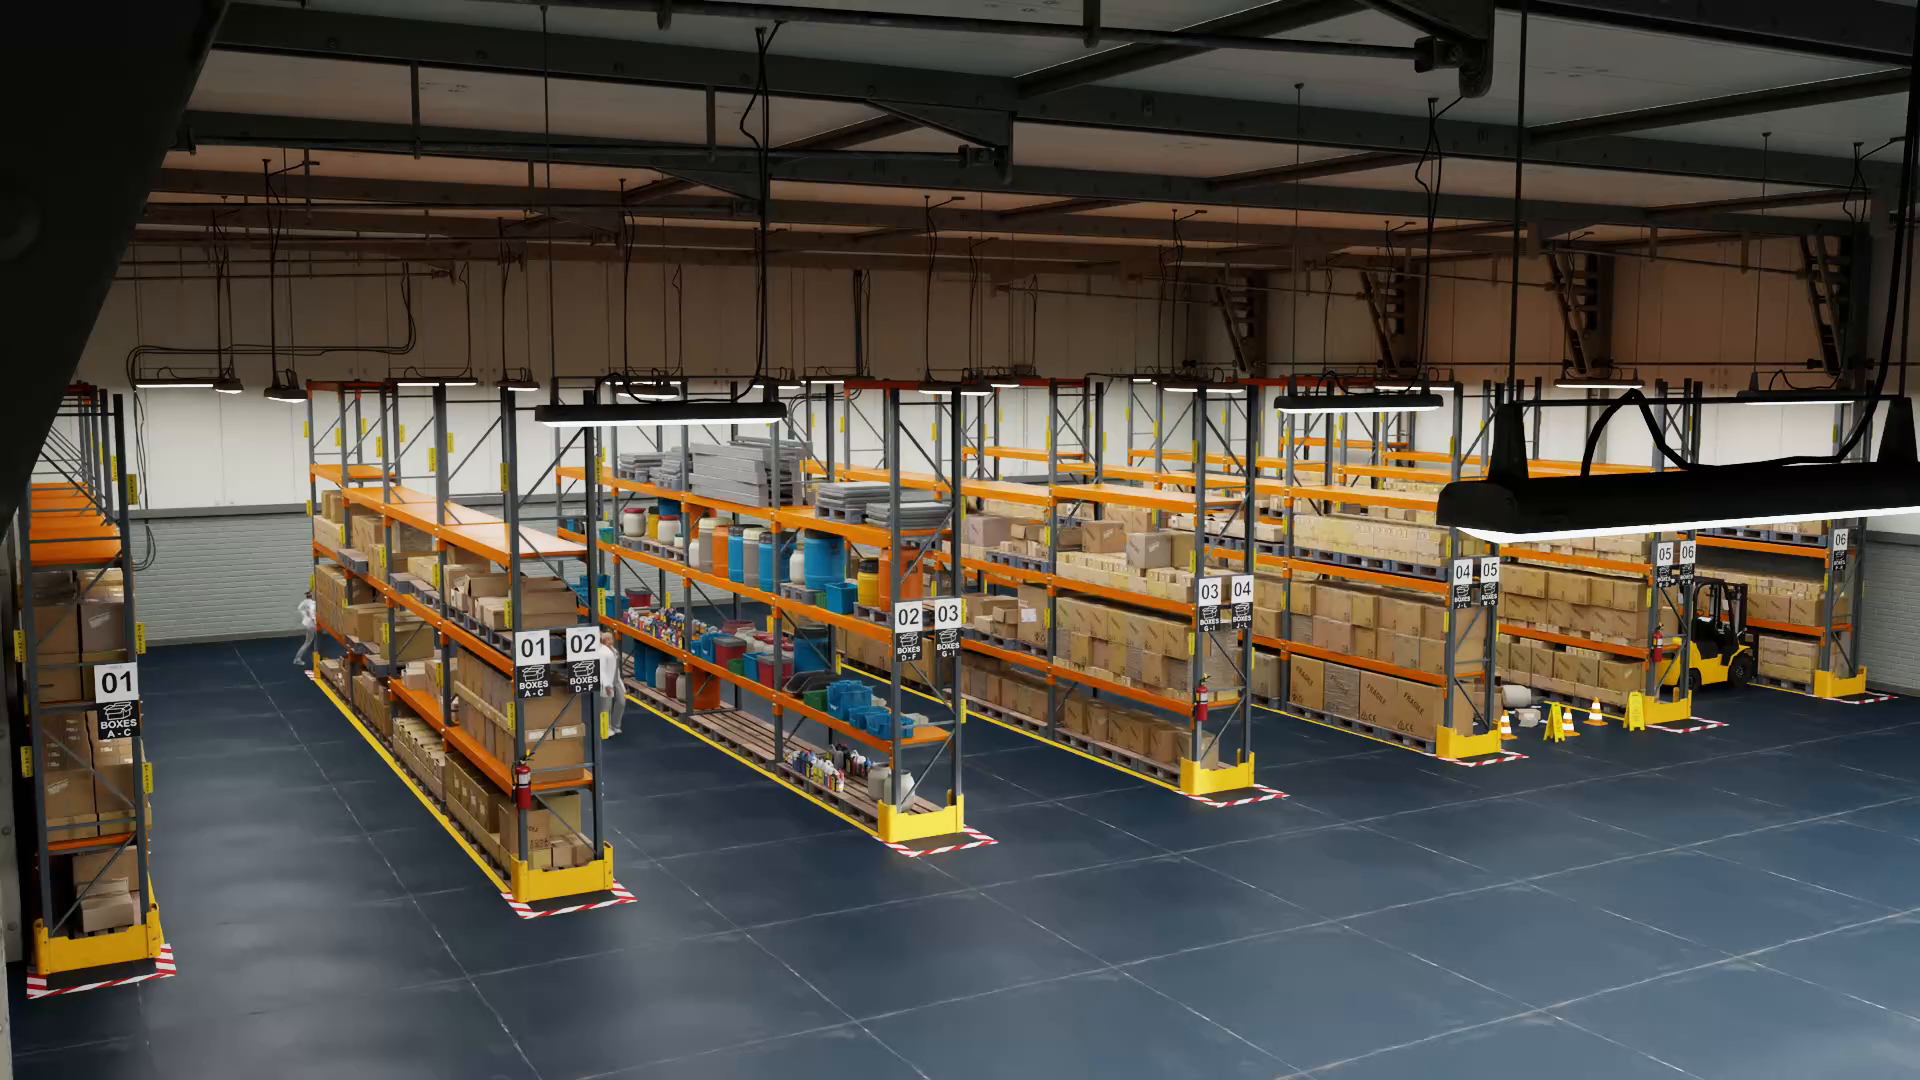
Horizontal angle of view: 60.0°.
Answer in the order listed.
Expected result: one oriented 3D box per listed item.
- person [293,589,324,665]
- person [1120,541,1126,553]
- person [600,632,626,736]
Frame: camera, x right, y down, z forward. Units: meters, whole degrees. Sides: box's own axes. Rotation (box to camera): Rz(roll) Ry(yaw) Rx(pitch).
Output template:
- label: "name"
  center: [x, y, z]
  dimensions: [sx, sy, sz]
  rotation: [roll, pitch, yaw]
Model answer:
- label: "person"
  center: [-13.518, 1.806, 34.654]
  dimensions: [0.652, 1.663, 0.751]
  rotation: [6, 8, 44]
- label: "person"
  center: [4.447, 0.701, 44.859]
  dimensions: [1.089, 1.733, 0.675]
  rotation: [-4, 7, -31]
- label: "person"
  center: [-5.960, 2.530, 28.371]
  dimensions: [0.471, 1.791, 0.625]
  rotation: [4, 7, 31]
